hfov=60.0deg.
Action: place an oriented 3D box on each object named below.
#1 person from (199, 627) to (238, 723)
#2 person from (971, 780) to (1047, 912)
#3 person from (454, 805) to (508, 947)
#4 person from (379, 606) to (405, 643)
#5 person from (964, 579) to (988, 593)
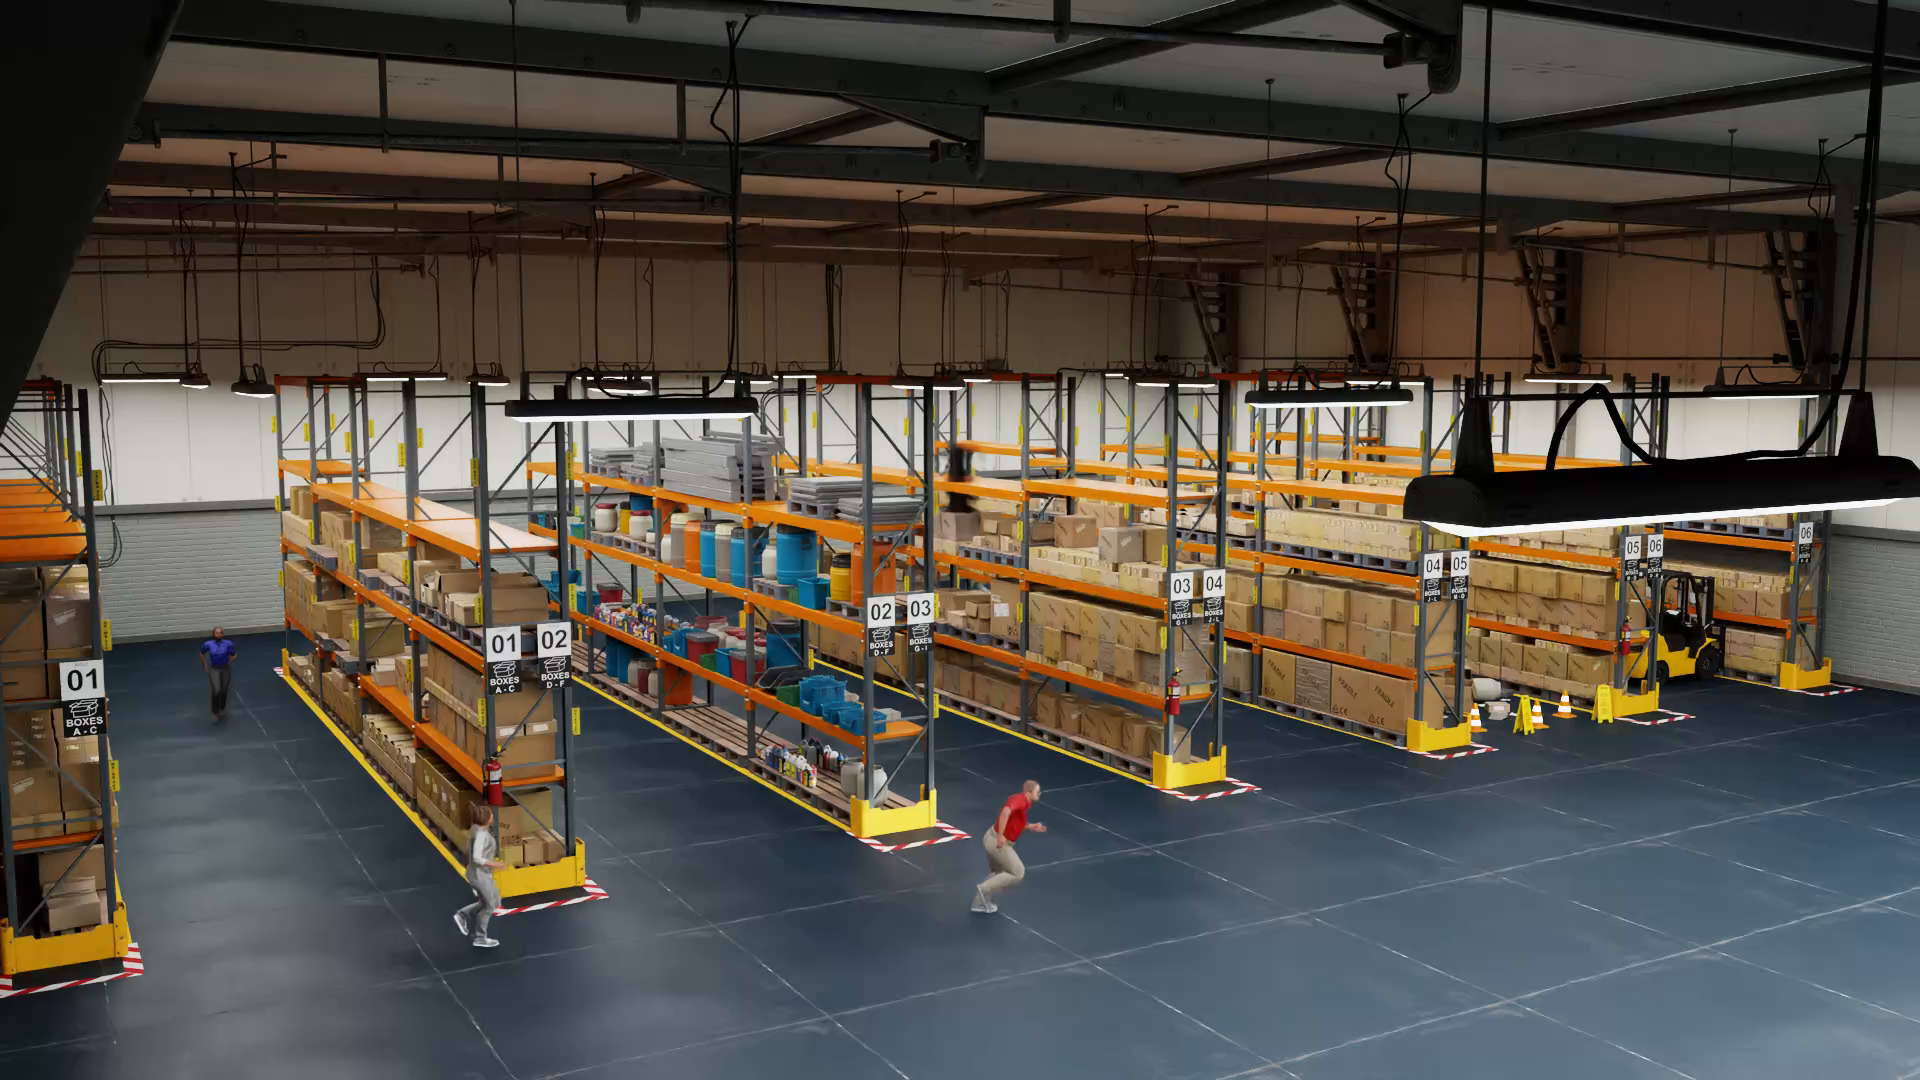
[{"bbox_3d":[-12.927,2.345,29.061,0.585,1.690,0.710,-4,7,-33],"label":"person"},{"bbox_3d":[0.567,3.501,18.896,0.870,1.547,0.696,0,6,-3],"label":"person"},{"bbox_3d":[-5.147,3.618,17.831,0.580,1.570,0.528,-2,6,-15],"label":"person"},{"bbox_3d":[-11.747,1.759,34.347,0.567,1.707,0.842,-5,8,-40],"label":"person"},{"bbox_3d":[0.440,0.925,42.119,0.858,1.659,0.589,1,6,8],"label":"person"}]
